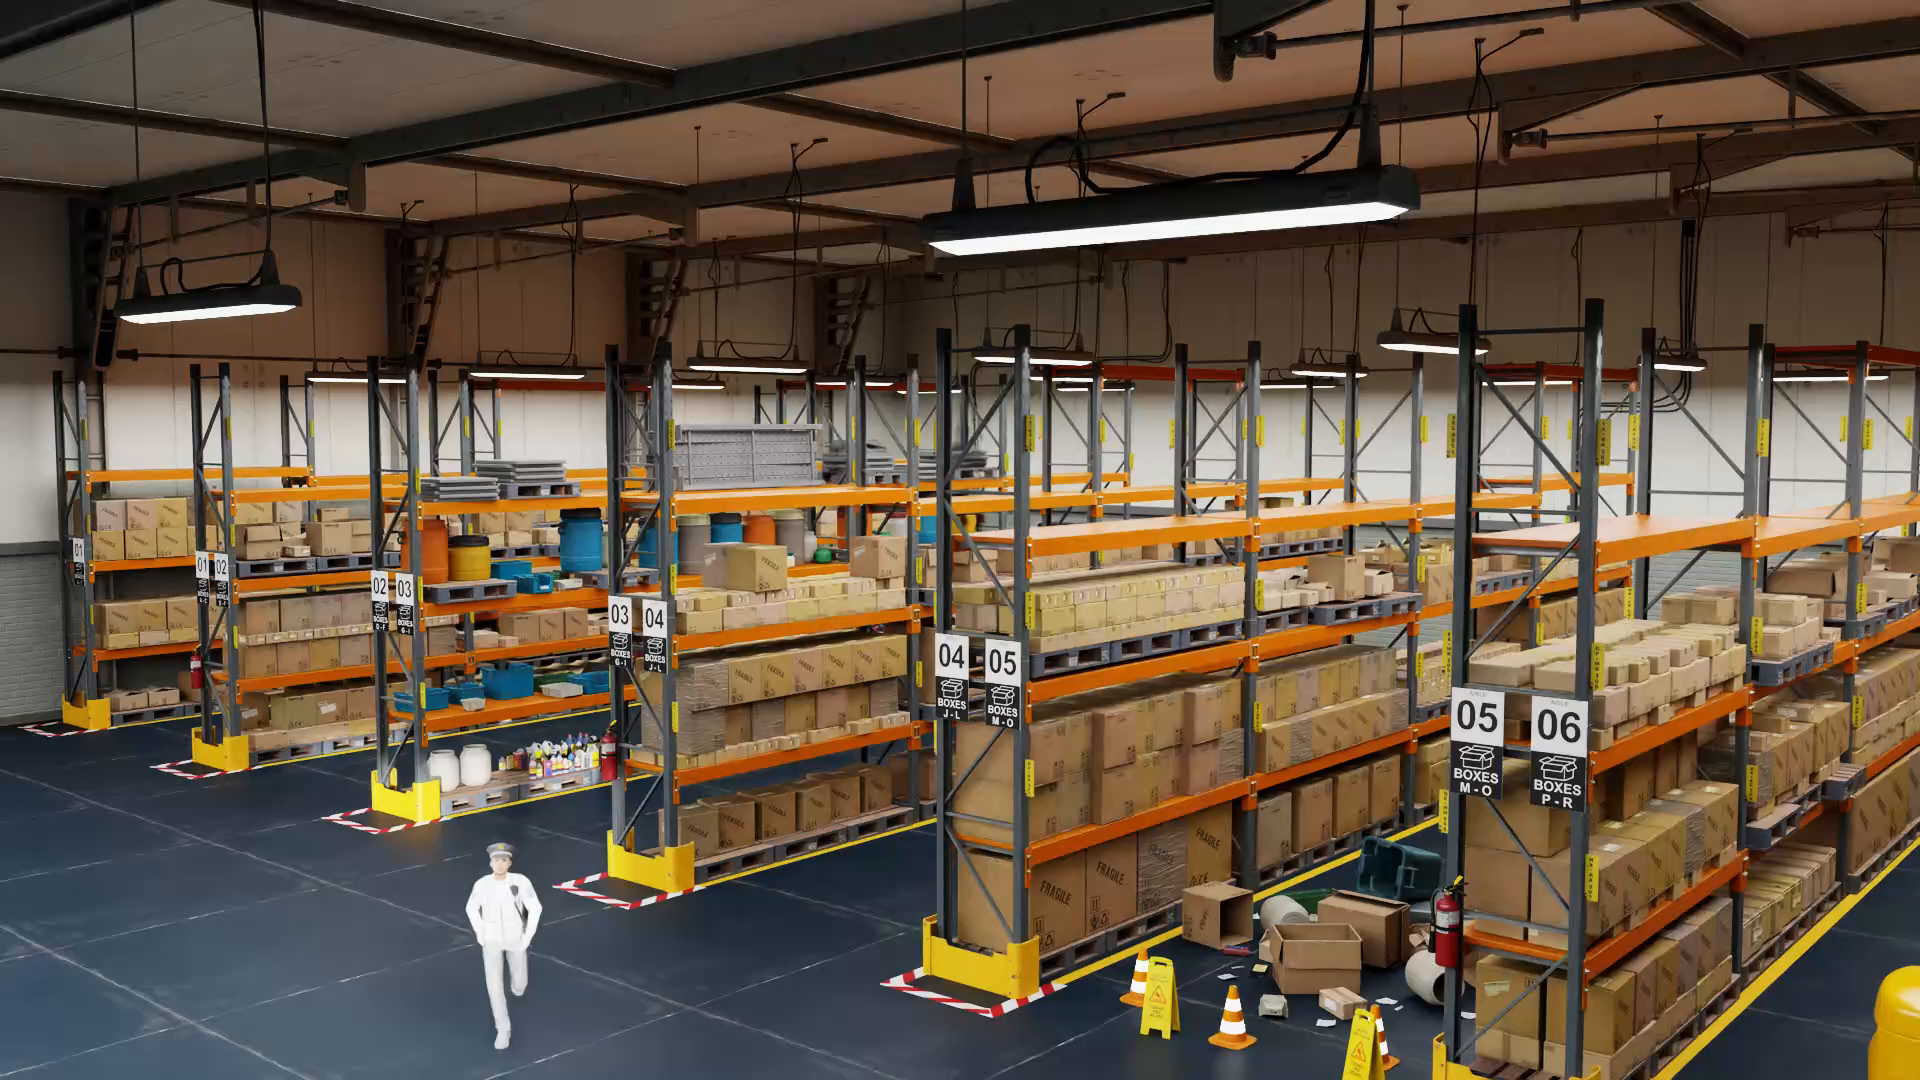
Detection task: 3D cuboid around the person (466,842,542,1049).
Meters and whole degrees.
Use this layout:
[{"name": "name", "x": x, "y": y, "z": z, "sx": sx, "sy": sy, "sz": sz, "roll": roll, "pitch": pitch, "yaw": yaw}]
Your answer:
[{"name": "person", "x": -3.834, "y": 3.353, "z": 13.991, "sx": 0.616, "sy": 1.662, "sz": 0.750, "roll": -1, "pitch": 4, "yaw": -15}]

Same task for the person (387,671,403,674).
[{"name": "person", "x": -9.789, "y": 2.204, "z": 28.841, "sx": 0.646, "sy": 1.744, "sz": 0.598, "roll": 3, "pitch": 5, "yaw": 37}]
